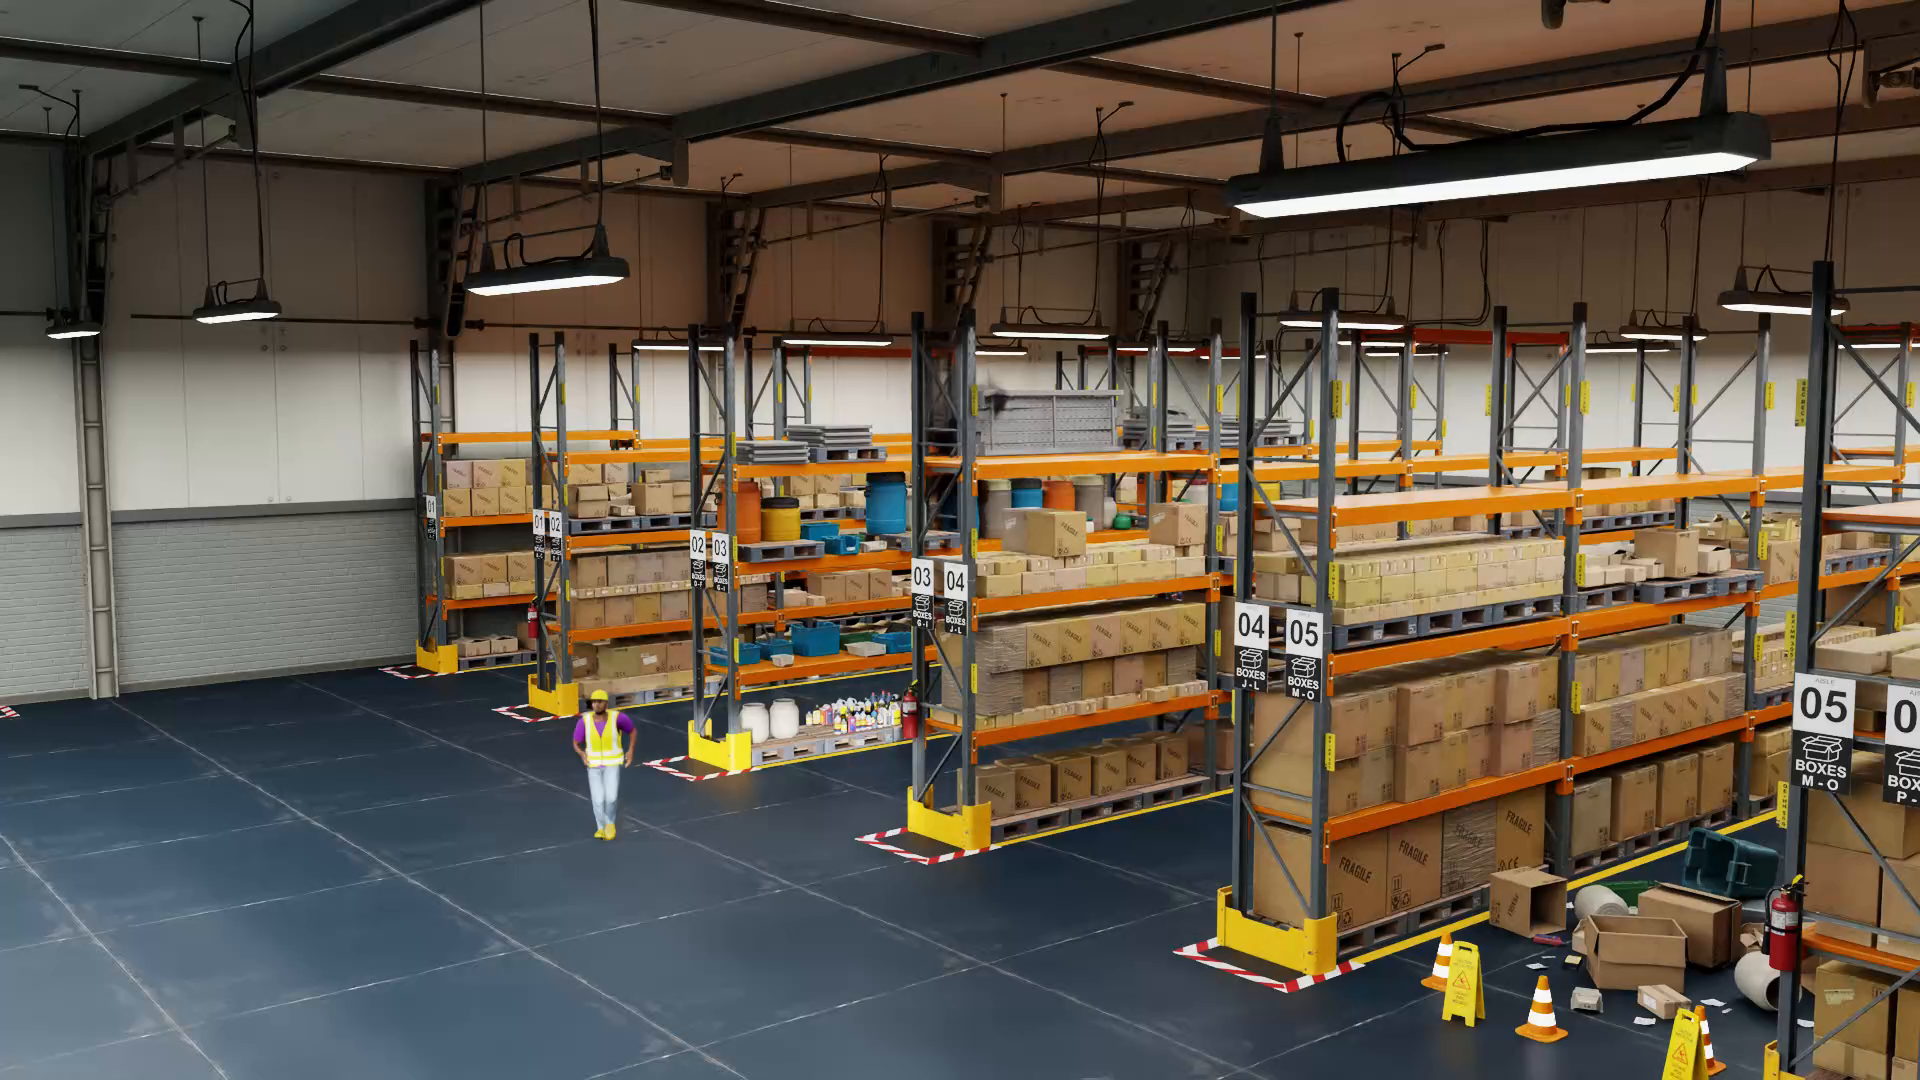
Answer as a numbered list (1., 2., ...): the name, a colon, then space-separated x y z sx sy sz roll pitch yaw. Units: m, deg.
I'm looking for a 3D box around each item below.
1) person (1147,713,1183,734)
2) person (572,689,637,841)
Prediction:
1. person: 2.900 2.182 23.817 0.546 1.561 0.743 5 7 44
2. person: -4.040 2.552 18.839 0.702 1.725 0.617 0 5 -4
